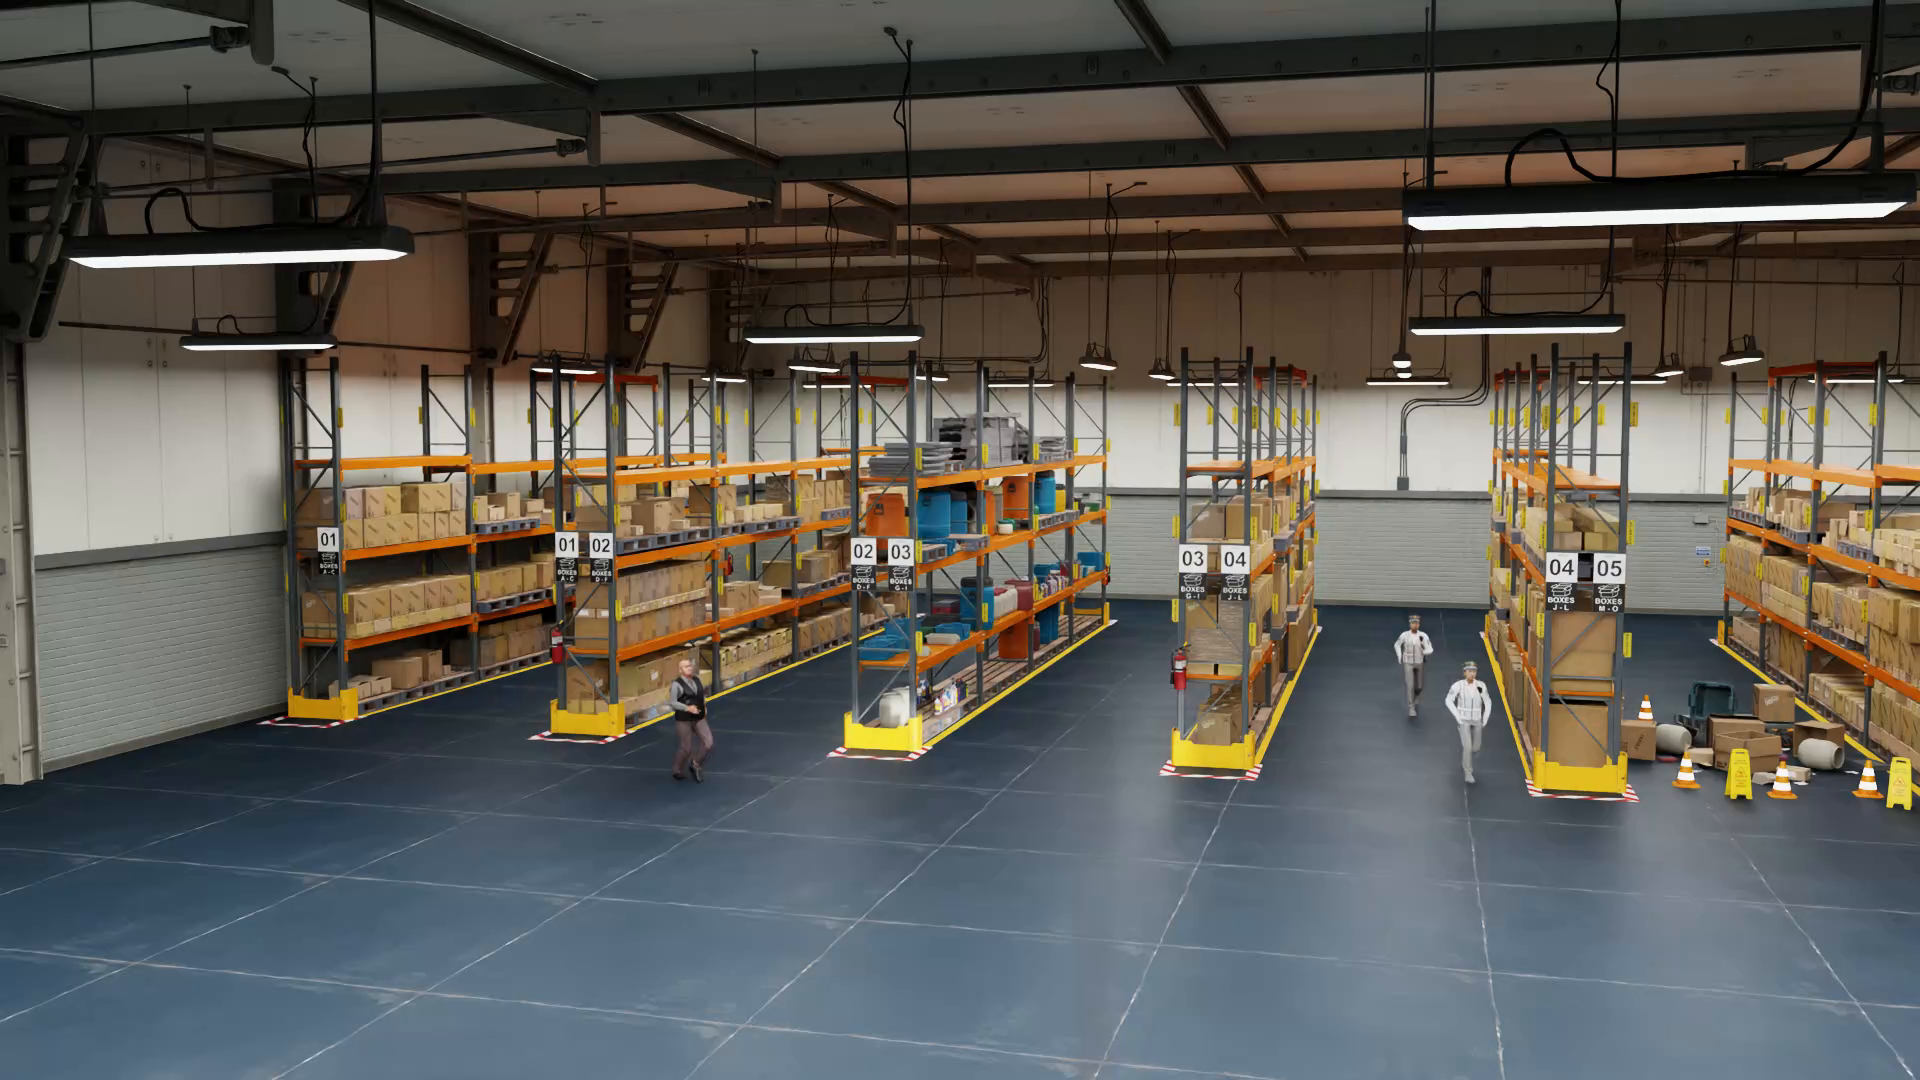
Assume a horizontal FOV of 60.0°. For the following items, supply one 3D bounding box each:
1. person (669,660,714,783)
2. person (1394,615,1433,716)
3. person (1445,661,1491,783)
[{"bbox_3d":[-3.687,2.490,22.807,0.667,1.712,0.686,-4,6,-43],"label":"person"},{"bbox_3d":[7.670,2.094,28.112,0.624,1.669,0.835,1,4,10],"label":"person"},{"bbox_3d":[7.056,2.489,23.103,0.633,1.666,0.652,0,4,1],"label":"person"}]
